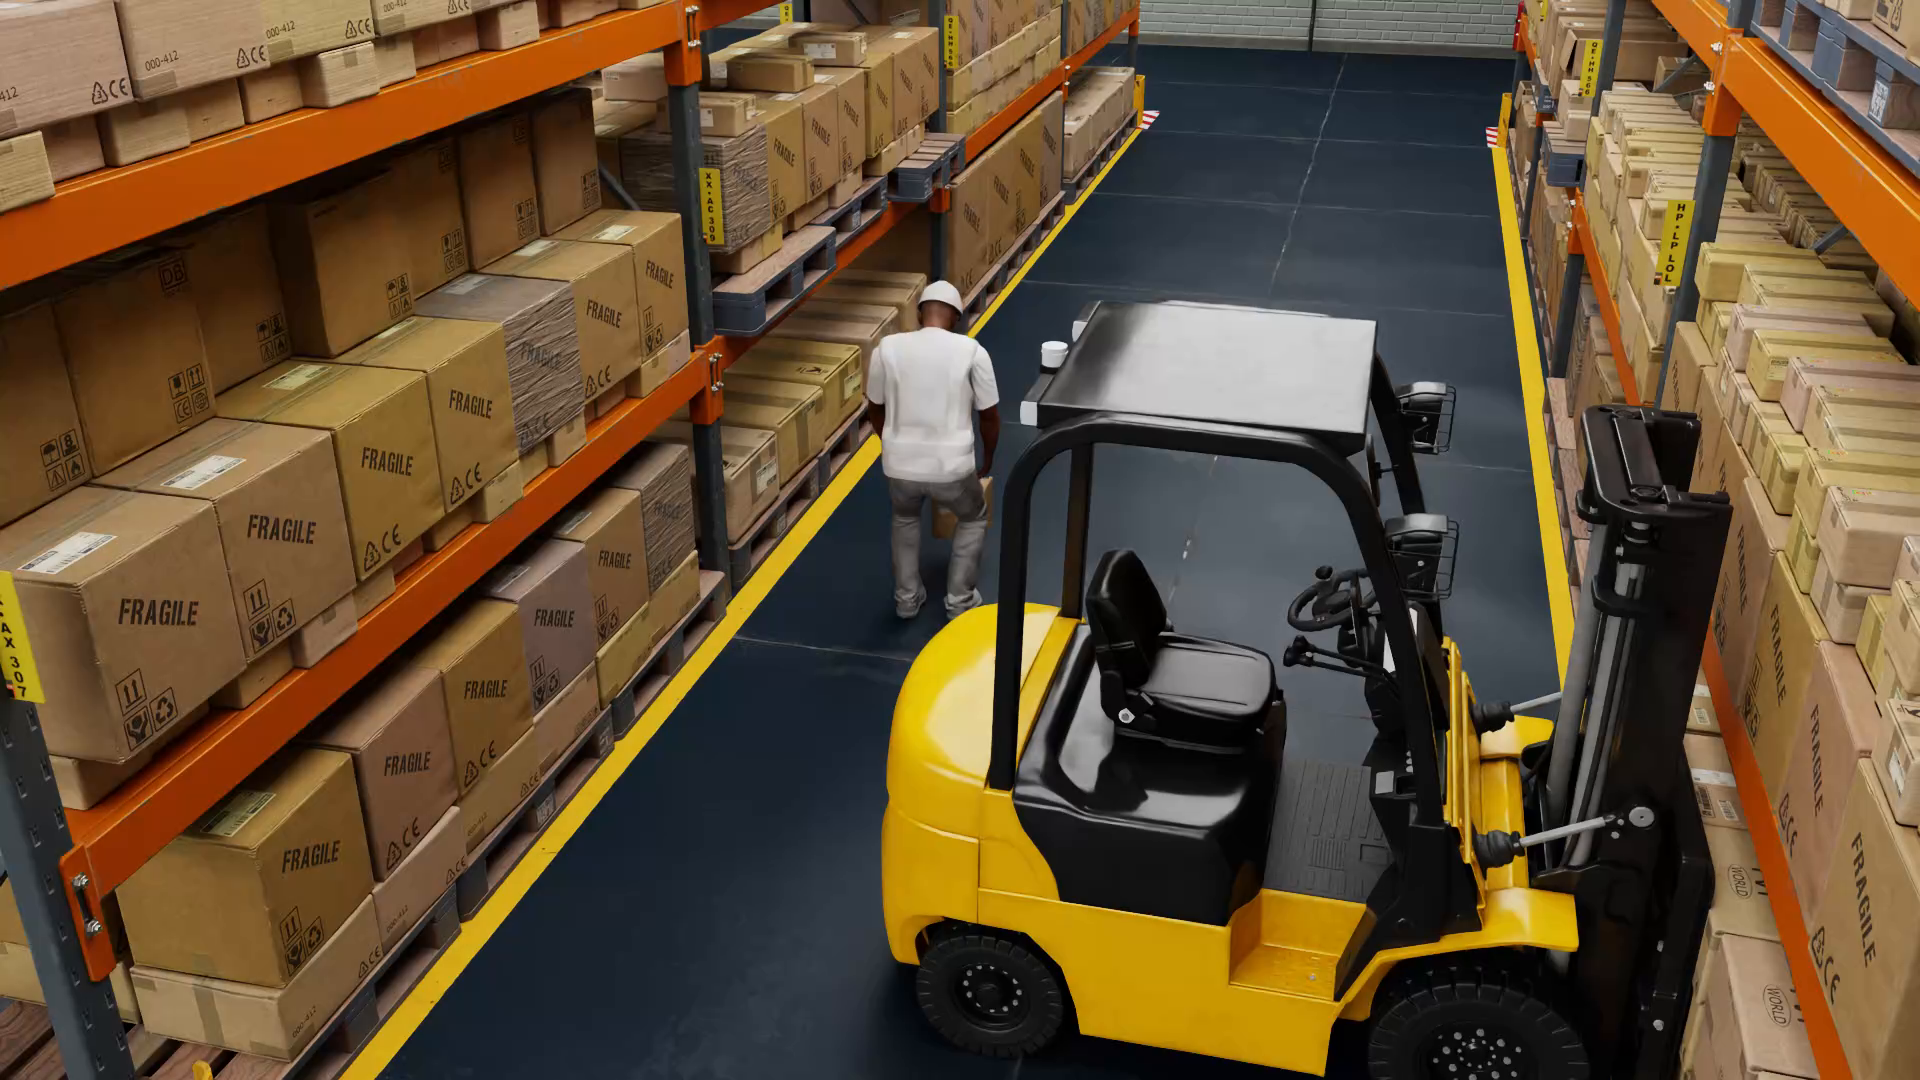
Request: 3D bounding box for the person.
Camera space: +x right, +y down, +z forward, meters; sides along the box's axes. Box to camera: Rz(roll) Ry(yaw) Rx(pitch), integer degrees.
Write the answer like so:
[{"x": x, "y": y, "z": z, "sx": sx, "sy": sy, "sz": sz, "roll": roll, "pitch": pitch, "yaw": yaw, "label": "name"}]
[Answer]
[{"x": -0.138, "y": -0.391, "z": 7.676, "sx": 0.625, "sy": 1.543, "sz": 0.666, "roll": 6, "pitch": 26, "yaw": 13, "label": "person"}]
